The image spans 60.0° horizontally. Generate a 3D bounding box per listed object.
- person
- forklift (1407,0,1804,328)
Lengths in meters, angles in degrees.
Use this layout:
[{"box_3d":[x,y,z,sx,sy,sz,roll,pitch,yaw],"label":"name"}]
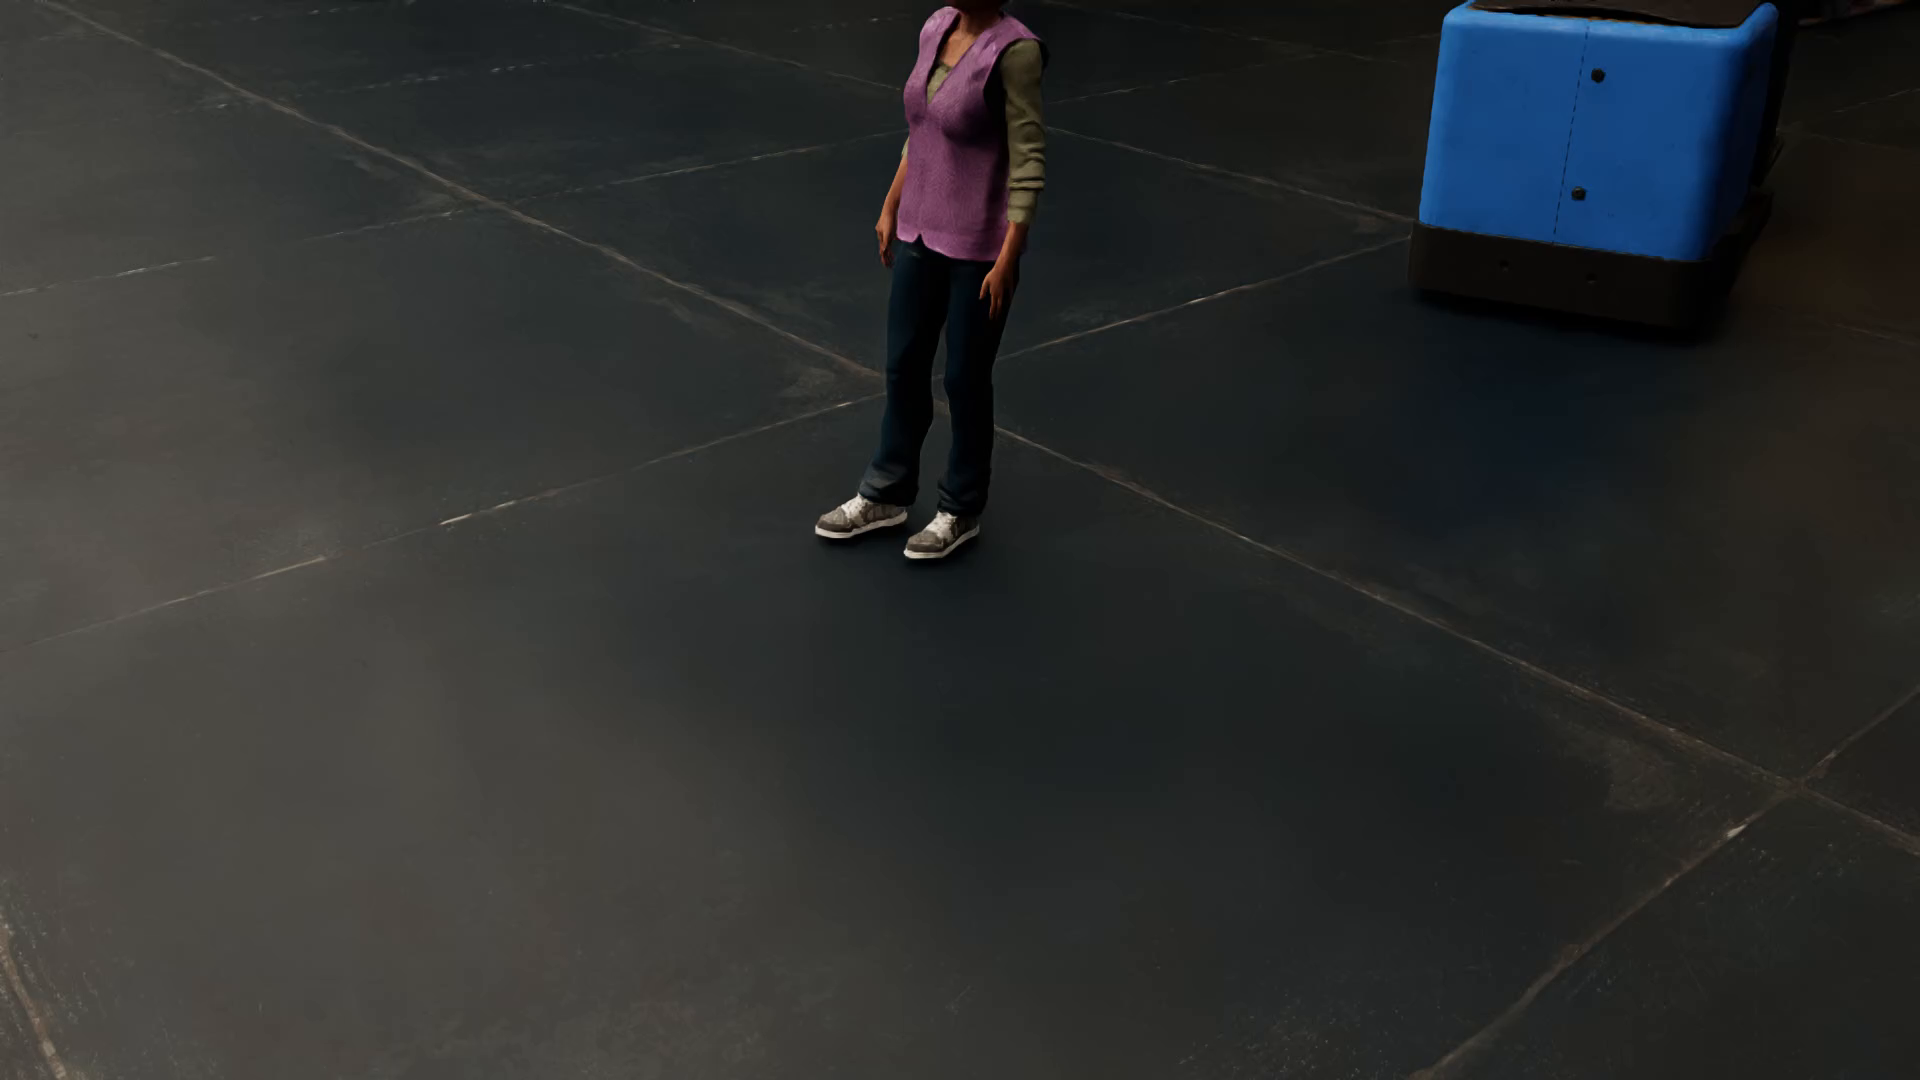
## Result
[{"box_3d":[-0.066,-0.705,4.110,0.474,1.597,0.520,-20,33,-35],"label":"person"},{"box_3d":[2.872,-2.673,6.592,1.130,2.935,3.031,14,30,27],"label":"forklift"}]
